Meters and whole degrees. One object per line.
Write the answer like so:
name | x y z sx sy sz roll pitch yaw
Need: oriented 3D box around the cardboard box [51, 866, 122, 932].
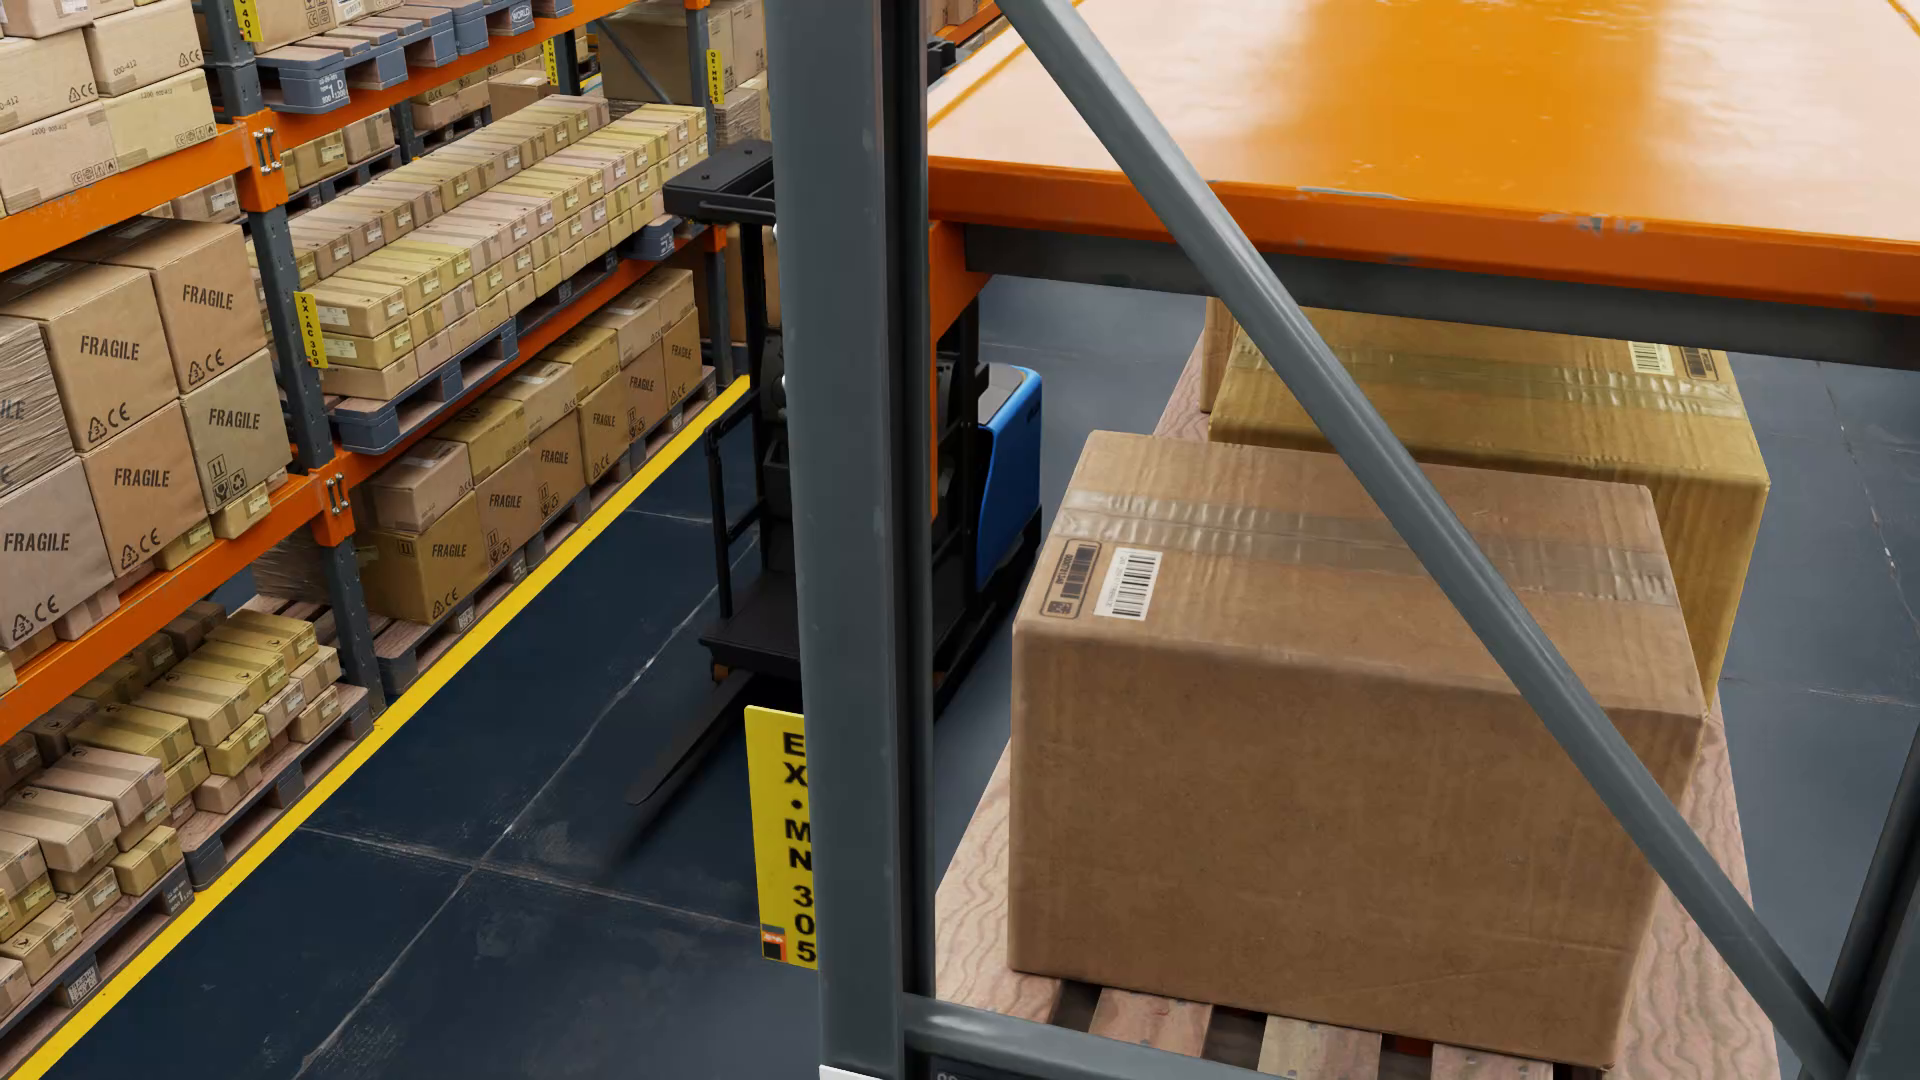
cardboard box | -3.419 1.330 6.273 0.380 0.149 0.250 9 30 16

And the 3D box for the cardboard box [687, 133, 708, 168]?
cardboard box | -1.721 -2.323 9.862 0.380 0.149 0.250 9 30 16

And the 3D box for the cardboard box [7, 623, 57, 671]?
cardboard box | -3.429 0.329 5.831 0.380 0.149 0.250 8 30 14

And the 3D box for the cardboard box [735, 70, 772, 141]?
cardboard box | -1.475 -2.865 11.211 0.500 0.500 0.500 8 30 14

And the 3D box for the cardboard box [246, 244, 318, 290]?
cardboard box | -3.176 -1.228 7.587 0.380 0.149 0.250 8 30 13

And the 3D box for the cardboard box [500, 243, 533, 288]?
cardboard box | -2.328 -1.364 8.137 0.380 0.149 0.250 10 31 17

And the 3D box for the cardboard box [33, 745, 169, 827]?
cardboard box | -3.286 0.939 6.365 0.380 0.149 0.250 7 30 12

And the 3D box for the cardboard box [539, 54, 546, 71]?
cardboard box | -4.565 -5.120 17.764 0.500 0.250 0.500 9 30 15

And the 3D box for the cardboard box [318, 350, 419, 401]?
cardboard box | -2.630 -0.747 7.333 0.380 0.149 0.250 7 30 12

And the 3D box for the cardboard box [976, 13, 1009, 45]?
cardboard box | -0.055 -4.653 16.283 0.875 0.875 0.875 8 30 14

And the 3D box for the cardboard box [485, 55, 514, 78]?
cardboard box | -4.868 -4.969 16.722 0.500 0.500 0.500 10 31 17

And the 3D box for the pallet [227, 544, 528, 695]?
pallet | -2.958 0.301 8.491 1.003 0.211 1.213 8 30 15

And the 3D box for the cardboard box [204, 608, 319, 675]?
cardboard box | -3.041 0.449 7.245 0.380 0.149 0.250 9 30 16

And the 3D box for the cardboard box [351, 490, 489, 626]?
cardboard box | -2.715 0.048 8.218 0.500 0.500 0.500 10 31 17

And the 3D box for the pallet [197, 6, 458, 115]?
pallet | -2.902 -2.056 6.968 1.213 0.211 1.003 8 30 15

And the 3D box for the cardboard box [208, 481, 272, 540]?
cardboard box | -3.017 -0.144 6.682 0.380 0.149 0.250 8 30 14

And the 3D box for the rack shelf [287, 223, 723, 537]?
rack shelf | -2.598 -1.170 9.008 1.077 0.370 4.000 8 30 15

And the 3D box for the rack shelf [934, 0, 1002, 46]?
rack shelf | -0.250 -4.888 15.692 1.077 0.370 4.000 8 30 15

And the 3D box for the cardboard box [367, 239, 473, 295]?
cardboard box | -2.476 -1.256 7.636 0.380 0.149 0.250 9 30 15

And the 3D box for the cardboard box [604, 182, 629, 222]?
cardboard box | -2.022 -1.845 9.001 0.380 0.149 0.250 8 30 15

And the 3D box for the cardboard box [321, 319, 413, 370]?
cardboard box | -2.630 -0.877 7.261 0.380 0.149 0.250 9 30 16

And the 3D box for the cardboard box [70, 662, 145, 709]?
cardboard box | -3.649 0.622 6.936 0.380 0.149 0.250 8 30 14

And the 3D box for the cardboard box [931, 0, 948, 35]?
cardboard box | -0.601 -4.771 14.586 0.875 0.550 0.550 8 30 15

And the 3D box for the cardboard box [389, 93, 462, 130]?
cardboard box | -5.168 -4.150 16.021 0.500 0.250 0.500 7 30 13

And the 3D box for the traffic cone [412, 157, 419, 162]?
traffic cone | -4.625 -3.048 14.253 0.336 0.463 0.334 8 30 15

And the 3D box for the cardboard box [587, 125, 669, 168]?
cardboard box | -1.870 -2.217 9.364 0.380 0.149 0.250 9 30 16

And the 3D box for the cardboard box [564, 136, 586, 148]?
cardboard box | -2.423 -2.296 9.812 0.380 0.149 0.250 10 31 17

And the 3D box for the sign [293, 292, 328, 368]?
sign | -2.664 -0.860 6.820 0.100 0.325 0.005 8 30 15

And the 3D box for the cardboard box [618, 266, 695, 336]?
cardboard box | -1.962 -1.478 10.189 0.500 0.250 0.500 8 30 14

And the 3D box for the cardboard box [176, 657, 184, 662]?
cardboard box | -3.598 0.500 7.461 0.380 0.149 0.250 10 31 17

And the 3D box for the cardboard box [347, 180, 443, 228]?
cardboard box | -2.871 -1.709 8.451 0.380 0.149 0.250 7 30 13

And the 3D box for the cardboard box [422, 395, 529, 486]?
cardboard box | -2.562 -0.528 8.481 0.500 0.250 0.500 9 30 16

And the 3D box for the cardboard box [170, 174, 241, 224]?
cardboard box | -6.389 -2.714 13.314 0.950 0.372 0.625 8 30 14

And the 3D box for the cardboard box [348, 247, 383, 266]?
cardboard box | -3.030 -1.337 8.089 0.380 0.149 0.250 8 30 13

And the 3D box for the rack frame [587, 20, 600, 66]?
rack frame | -4.425 -6.791 18.373 1.000 3.000 0.127 8 30 15

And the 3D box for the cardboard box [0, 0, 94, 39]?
cardboard box | -3.115 -1.765 5.482 0.380 0.149 0.250 8 30 15

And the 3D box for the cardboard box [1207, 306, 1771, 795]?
cardboard box | 0.734 -0.017 2.472 0.700 0.500 0.500 7 30 13

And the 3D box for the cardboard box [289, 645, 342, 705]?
cardboard box | -2.974 0.569 7.337 0.380 0.149 0.250 9 30 16

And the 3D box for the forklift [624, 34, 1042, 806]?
forklift | -0.547 -0.641 7.387 1.130 2.935 3.031 10 31 18

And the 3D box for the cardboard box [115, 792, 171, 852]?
cardboard box | -3.327 1.047 6.477 0.380 0.149 0.250 9 30 16

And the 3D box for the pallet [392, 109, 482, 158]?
pallet | -5.436 -4.031 16.279 1.003 0.211 1.213 8 30 15

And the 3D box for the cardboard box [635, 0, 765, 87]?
cardboard box | -1.723 -3.337 11.032 0.700 0.500 0.500 8 30 14

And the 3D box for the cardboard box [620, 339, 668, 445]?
cardboard box | -2.111 -0.922 9.960 0.500 0.500 0.500 10 31 17

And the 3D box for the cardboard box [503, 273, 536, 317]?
cardboard box | -2.328 -1.227 8.196 0.380 0.149 0.250 7 30 13

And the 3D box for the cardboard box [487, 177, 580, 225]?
cardboard box | -2.176 -1.733 8.495 0.380 0.149 0.250 9 30 16

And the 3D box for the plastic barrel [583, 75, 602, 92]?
plastic barrel | -3.584 -4.490 16.885 0.421 0.421 0.512 -17 34 -28

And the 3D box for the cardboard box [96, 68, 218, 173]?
cardboard box | -3.071 -1.534 5.991 0.500 0.250 0.500 9 30 16

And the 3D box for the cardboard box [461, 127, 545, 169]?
cardboard box | -2.563 -2.199 9.332 0.380 0.149 0.250 7 30 13

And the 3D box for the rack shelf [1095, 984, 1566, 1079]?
rack shelf | 0.939 0.132 3.581 1.077 0.370 4.000 8 30 15

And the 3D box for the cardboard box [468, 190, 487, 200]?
cardboard box | -2.722 -1.823 8.963 0.380 0.149 0.250 8 30 14

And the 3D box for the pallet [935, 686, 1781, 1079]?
pallet | 0.560 0.440 2.379 1.003 0.211 1.213 8 30 15

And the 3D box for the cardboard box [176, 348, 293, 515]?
cardboard box | -3.057 -0.464 6.590 0.500 0.500 0.500 9 30 15

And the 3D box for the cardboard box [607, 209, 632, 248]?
cardboard box | -2.021 -1.718 9.079 0.380 0.149 0.250 7 30 13

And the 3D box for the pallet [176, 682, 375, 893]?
pallet | -3.349 0.980 7.271 1.003 0.211 1.213 8 30 15

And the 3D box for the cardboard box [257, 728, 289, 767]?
cardboard box | -3.131 0.847 7.143 0.380 0.149 0.250 9 30 16
